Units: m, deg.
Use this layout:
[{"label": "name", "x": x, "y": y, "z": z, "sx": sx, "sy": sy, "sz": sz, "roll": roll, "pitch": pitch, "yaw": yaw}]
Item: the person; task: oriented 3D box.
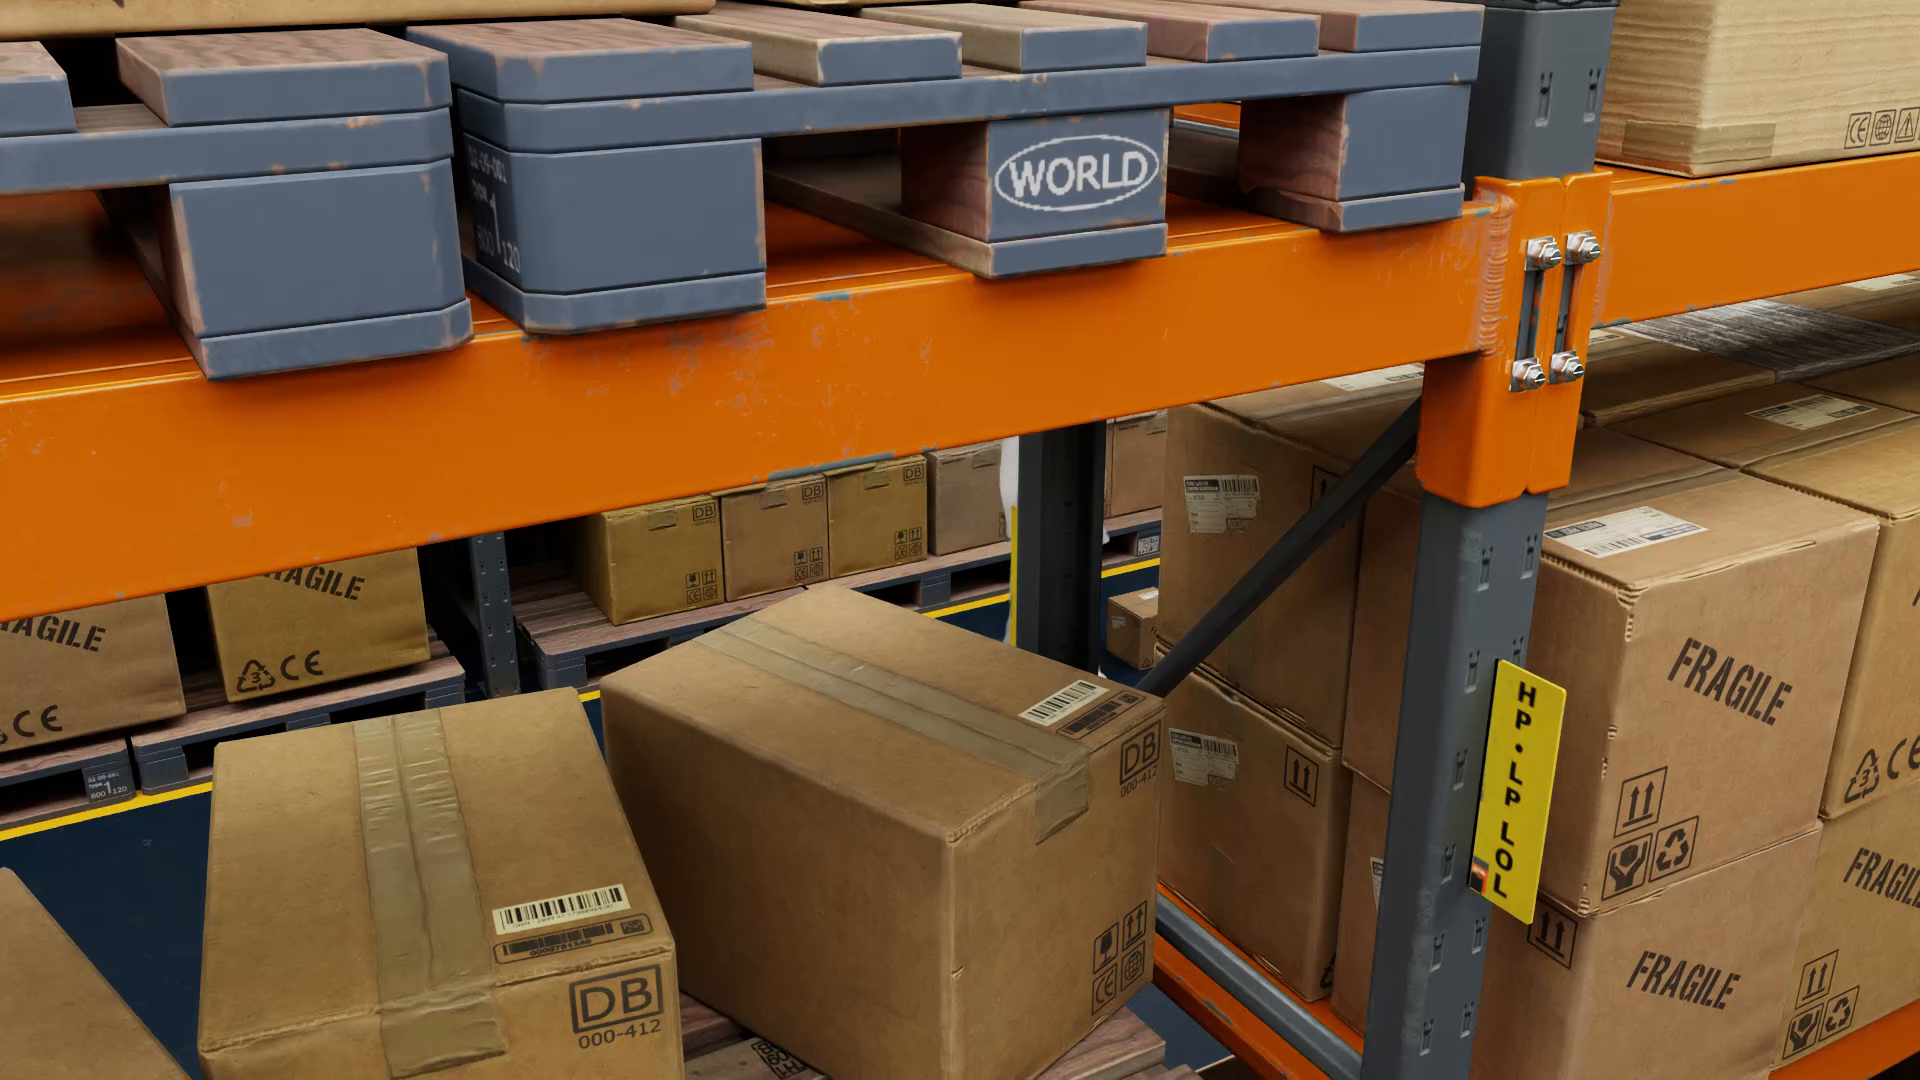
[{"label": "person", "x": 0.363, "y": -0.217, "z": 6.711, "sx": 0.395, "sy": 1.752, "sz": 0.579, "roll": -12, "pitch": 25, "yaw": -28}]
